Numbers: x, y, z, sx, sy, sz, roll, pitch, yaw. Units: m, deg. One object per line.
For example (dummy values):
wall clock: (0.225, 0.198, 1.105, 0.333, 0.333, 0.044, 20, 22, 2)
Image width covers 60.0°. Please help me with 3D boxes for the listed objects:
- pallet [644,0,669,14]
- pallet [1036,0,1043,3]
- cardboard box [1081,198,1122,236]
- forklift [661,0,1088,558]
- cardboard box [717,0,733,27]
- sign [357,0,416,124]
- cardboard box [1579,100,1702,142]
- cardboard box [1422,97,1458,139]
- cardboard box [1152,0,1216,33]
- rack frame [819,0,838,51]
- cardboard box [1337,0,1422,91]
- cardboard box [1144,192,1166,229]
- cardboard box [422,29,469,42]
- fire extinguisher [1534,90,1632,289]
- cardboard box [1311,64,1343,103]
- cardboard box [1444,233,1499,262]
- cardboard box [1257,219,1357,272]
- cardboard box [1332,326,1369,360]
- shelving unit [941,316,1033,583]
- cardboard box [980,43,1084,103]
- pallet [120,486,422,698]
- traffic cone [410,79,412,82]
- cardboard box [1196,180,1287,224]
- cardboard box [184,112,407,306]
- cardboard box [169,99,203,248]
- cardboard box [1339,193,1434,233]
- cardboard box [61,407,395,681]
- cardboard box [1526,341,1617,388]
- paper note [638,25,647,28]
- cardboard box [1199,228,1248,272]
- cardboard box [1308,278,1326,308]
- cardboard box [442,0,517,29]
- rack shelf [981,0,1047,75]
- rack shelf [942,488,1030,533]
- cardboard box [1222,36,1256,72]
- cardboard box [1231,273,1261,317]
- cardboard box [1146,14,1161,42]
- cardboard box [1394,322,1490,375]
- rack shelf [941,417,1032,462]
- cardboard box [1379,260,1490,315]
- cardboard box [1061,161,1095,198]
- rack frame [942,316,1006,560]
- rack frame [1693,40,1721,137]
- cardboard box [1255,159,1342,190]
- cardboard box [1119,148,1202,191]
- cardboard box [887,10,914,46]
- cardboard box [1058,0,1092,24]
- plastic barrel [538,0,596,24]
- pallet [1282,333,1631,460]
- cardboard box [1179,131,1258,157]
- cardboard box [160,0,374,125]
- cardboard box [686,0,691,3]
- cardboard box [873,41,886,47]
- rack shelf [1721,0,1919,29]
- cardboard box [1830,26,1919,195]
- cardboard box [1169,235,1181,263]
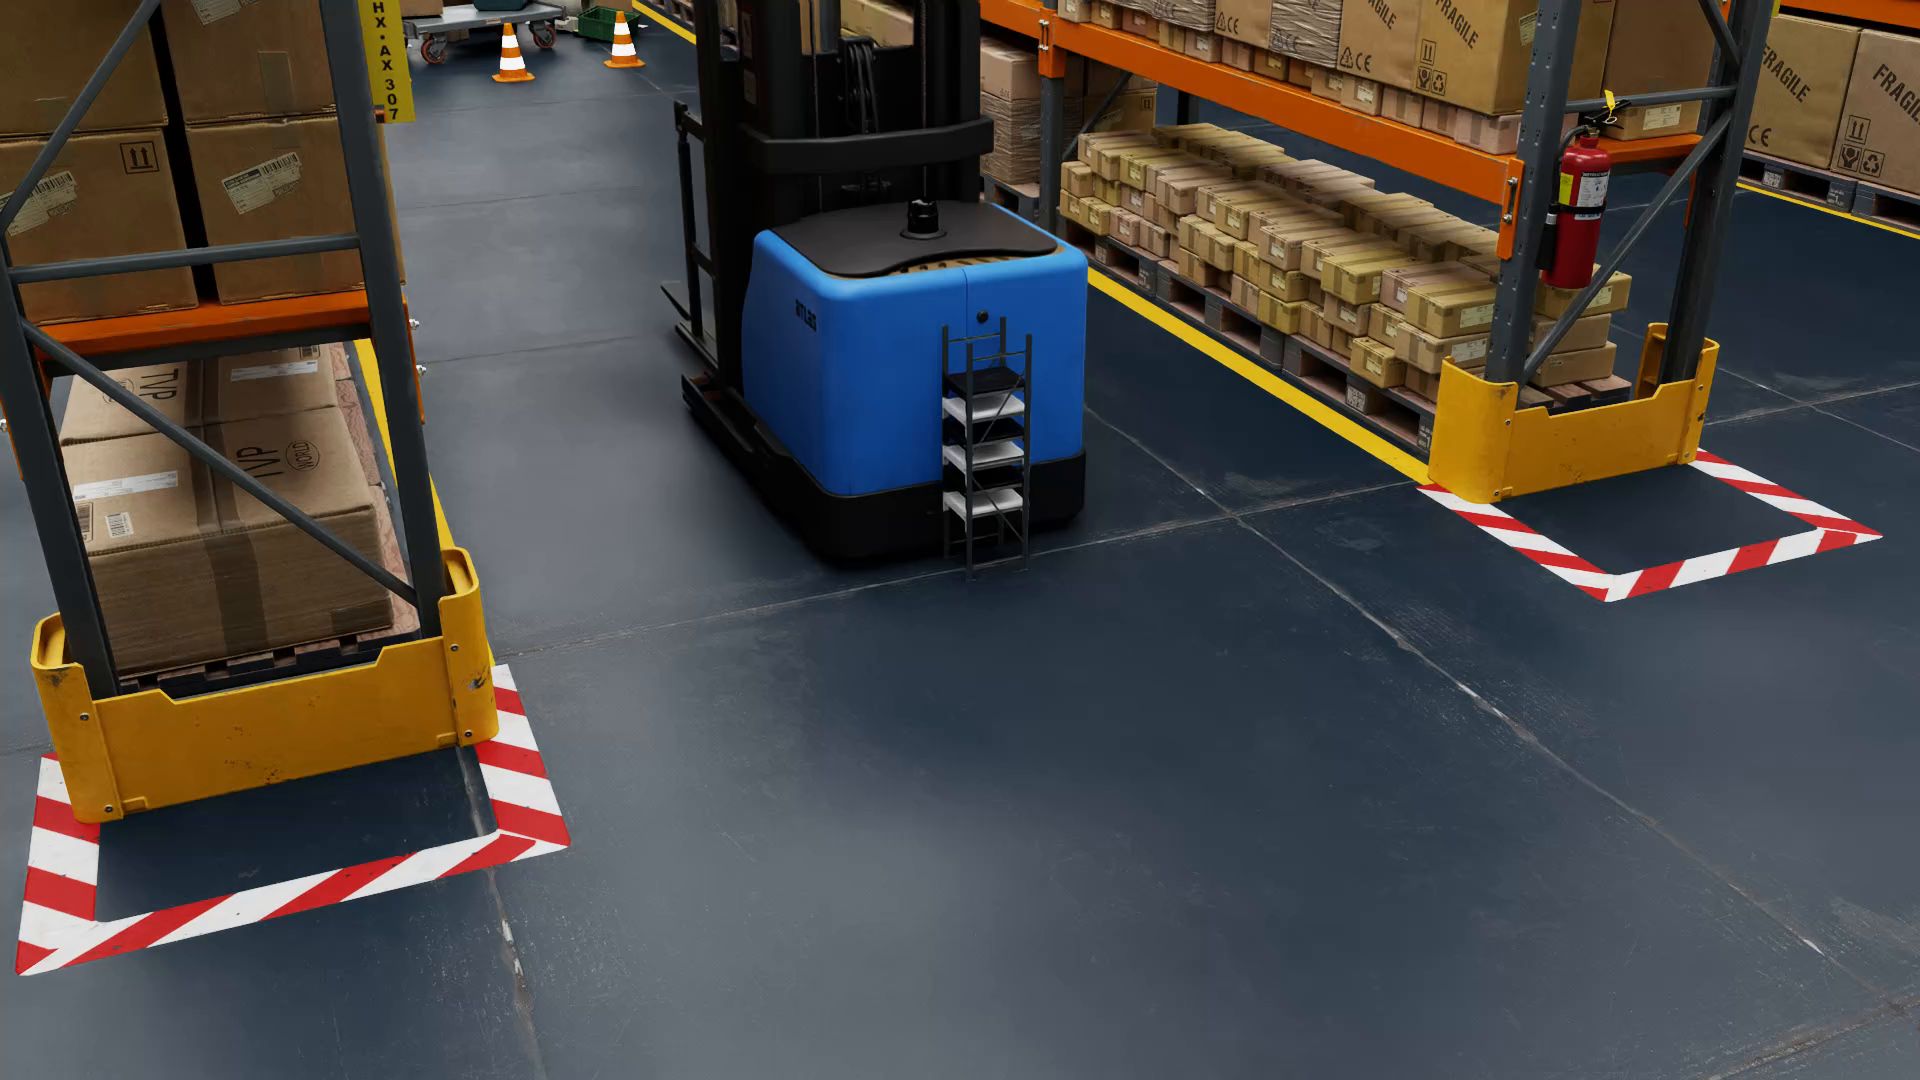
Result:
pallet: (-2.888, -6.023, 18.346, 1.003, 0.211, 1.213, -11, 28, -21)
pallet: (0.787, -3.481, 10.178, 1.003, 0.211, 1.213, -11, 28, -21)
cardboard box: (0.904, -1.831, 9.352, 0.380, 0.149, 0.250, -10, 28, -19)
forklift: (-0.587, -1.873, 6.746, 1.130, 2.935, 3.031, -11, 28, -21)
cardboard box: (-1.855, -5.405, 15.988, 1.050, 0.750, 0.750, -11, 28, -21)
sign: (-1.483, -1.245, 4.303, 0.100, 0.325, 0.005, -11, 28, -21)
cardboard box: (2.694, -1.693, 6.584, 0.380, 0.149, 0.250, -11, 28, -21)
cardboard box: (2.068, -1.695, 6.590, 0.380, 0.149, 0.250, -11, 28, -21)
cardboard box: (1.279, -2.761, 8.032, 0.500, 0.500, 0.500, -11, 28, -22)
rack frame: (-0.614, -4.848, 12.761, 1.000, 3.000, 0.127, -11, 28, -21)
cardboard box: (1.909, -2.143, 6.767, 0.500, 0.500, 0.500, -11, 28, -21)
cardboard box: (1.213, -1.785, 8.918, 0.380, 0.149, 0.250, -12, 29, -23)
cardboard box: (-5.040, -5.041, 16.271, 0.396, 0.266, 0.258, 13, 29, 24)
fire extinguisher: (2.193, -1.235, 5.874, 0.296, 0.674, 0.183, -11, 28, -21)
cardboard box: (1.759, -2.004, 7.223, 0.380, 0.149, 0.250, -12, 28, -23)
cardboard box: (2.427, -1.278, 7.540, 0.380, 0.149, 0.250, -11, 28, -21)
cardboard box: (1.615, -1.372, 7.734, 0.380, 0.149, 0.250, -10, 28, -19)
cardboard box: (1.903, -0.911, 7.467, 0.380, 0.149, 0.250, -11, 28, -21)
shelving unit: (0.092, -0.314, 5.867, 0.258, 0.900, 0.210, -11, 28, -21)
cardboard box: (0.428, -2.893, 10.272, 0.500, 0.250, 0.500, -11, 28, -22)
pallet: (-2.381, 0.217, 5.566, 1.003, 0.211, 1.213, -11, 28, -21)
traffic cone: (-4.922, -4.171, 14.266, 0.336, 0.463, 0.334, -11, 28, -21)
cardboard box: (1.425, -1.705, 8.415, 0.380, 0.149, 0.250, -12, 28, -23)
cardboard box: (-1.920, -1.015, 4.796, 0.500, 0.500, 0.500, -11, 28, -21)
cardboard box: (-2.611, -1.126, 5.024, 0.500, 0.500, 0.500, -11, 28, -22)
cardboard box: (2.093, -1.591, 8.183, 0.380, 0.149, 0.250, -10, 28, -20)
cardboard box: (-2.347, -0.014, 5.301, 0.875, 0.438, 0.875, -12, 28, -22)
cardboard box: (2.608, -0.793, 7.225, 0.380, 0.149, 0.250, -10, 28, -20)
paper note: (-3.277, -5.245, 16.956, 0.142, 0.020, 0.147, 13, 29, 24)
cardboard box: (1.413, -1.453, 8.239, 0.380, 0.149, 0.250, -10, 28, -20)
cardboard box: (1.834, -1.159, 7.637, 0.380, 0.149, 0.250, -11, 28, -21)
cardboard box: (-4.871, -5.475, 16.736, 0.797, 0.637, 0.503, -11, 28, -21)
rack shelf: (0.169, -3.717, 11.265, 1.077, 0.370, 4.000, -11, 28, -21)
rack shelf: (0.092, -0.122, 5.960, 0.258, 0.077, 0.200, -11, 28, -21)
cardboard box: (1.470, -2.326, 7.882, 0.380, 0.149, 0.250, -9, 28, -19)
cardboard box: (1.548, -1.214, 8.088, 0.380, 0.149, 0.250, -10, 28, -20)
cardboard box: (1.186, -2.649, 8.543, 0.380, 0.149, 0.250, -12, 28, -23)
cardboard box: (2.050, -0.824, 6.950, 0.380, 0.149, 0.250, -11, 28, -22)
rack shelf: (0.092, -0.365, 5.842, 0.258, 0.077, 0.200, -11, 28, -21)
cardboard box: (2.033, -1.075, 7.125, 0.380, 0.149, 0.250, -10, 28, -20)
cardboard box: (0.800, -2.073, 9.509, 0.380, 0.149, 0.250, -9, 28, -18)
rack frame: (0.050, -0.354, 5.950, 0.240, 0.900, 0.006, -11, 28, -21)
rack frame: (5.556, -4.045, 11.115, 1.000, 3.000, 0.127, -11, 28, -21)
cardboard box: (1.793, -1.902, 8.819, 0.380, 0.149, 0.250, -12, 28, -23)
cardboard box: (1.094, -2.018, 9.058, 0.380, 0.149, 0.250, -11, 28, -21)
cardboard box: (-0.186, -3.524, 11.564, 0.500, 0.250, 0.500, -10, 28, -20)
cardboard box: (0.762, -2.950, 9.159, 0.380, 0.149, 0.250, -10, 28, -19)
plastic barrel: (-4.036, -5.500, 17.031, 0.512, 0.421, 0.421, 8, 27, 15)
pallet: (2.204, -0.730, 7.505, 1.003, 0.211, 1.213, -11, 28, -21)
cardboard box: (1.468, -2.213, 9.456, 0.380, 0.149, 0.250, -10, 28, -20)
cardboard box: (-1.922, -1.464, 4.576, 0.500, 0.500, 0.500, -11, 28, -22)
cardboard box: (-2.362, -5.963, 16.987, 0.875, 0.875, 0.875, -10, 28, -20)
cardboard box: (-0.372, -3.382, 12.128, 0.500, 0.500, 0.500, -10, 28, -20)
rack shelf: (6.339, -2.914, 9.619, 1.077, 0.370, 4.000, -11, 28, -21)
cardboard box: (6.093, -2.635, 10.171, 0.875, 0.875, 0.875, -11, 28, -21)
cardboard box: (1.332, -1.543, 8.763, 0.380, 0.149, 0.250, -12, 28, -23)
